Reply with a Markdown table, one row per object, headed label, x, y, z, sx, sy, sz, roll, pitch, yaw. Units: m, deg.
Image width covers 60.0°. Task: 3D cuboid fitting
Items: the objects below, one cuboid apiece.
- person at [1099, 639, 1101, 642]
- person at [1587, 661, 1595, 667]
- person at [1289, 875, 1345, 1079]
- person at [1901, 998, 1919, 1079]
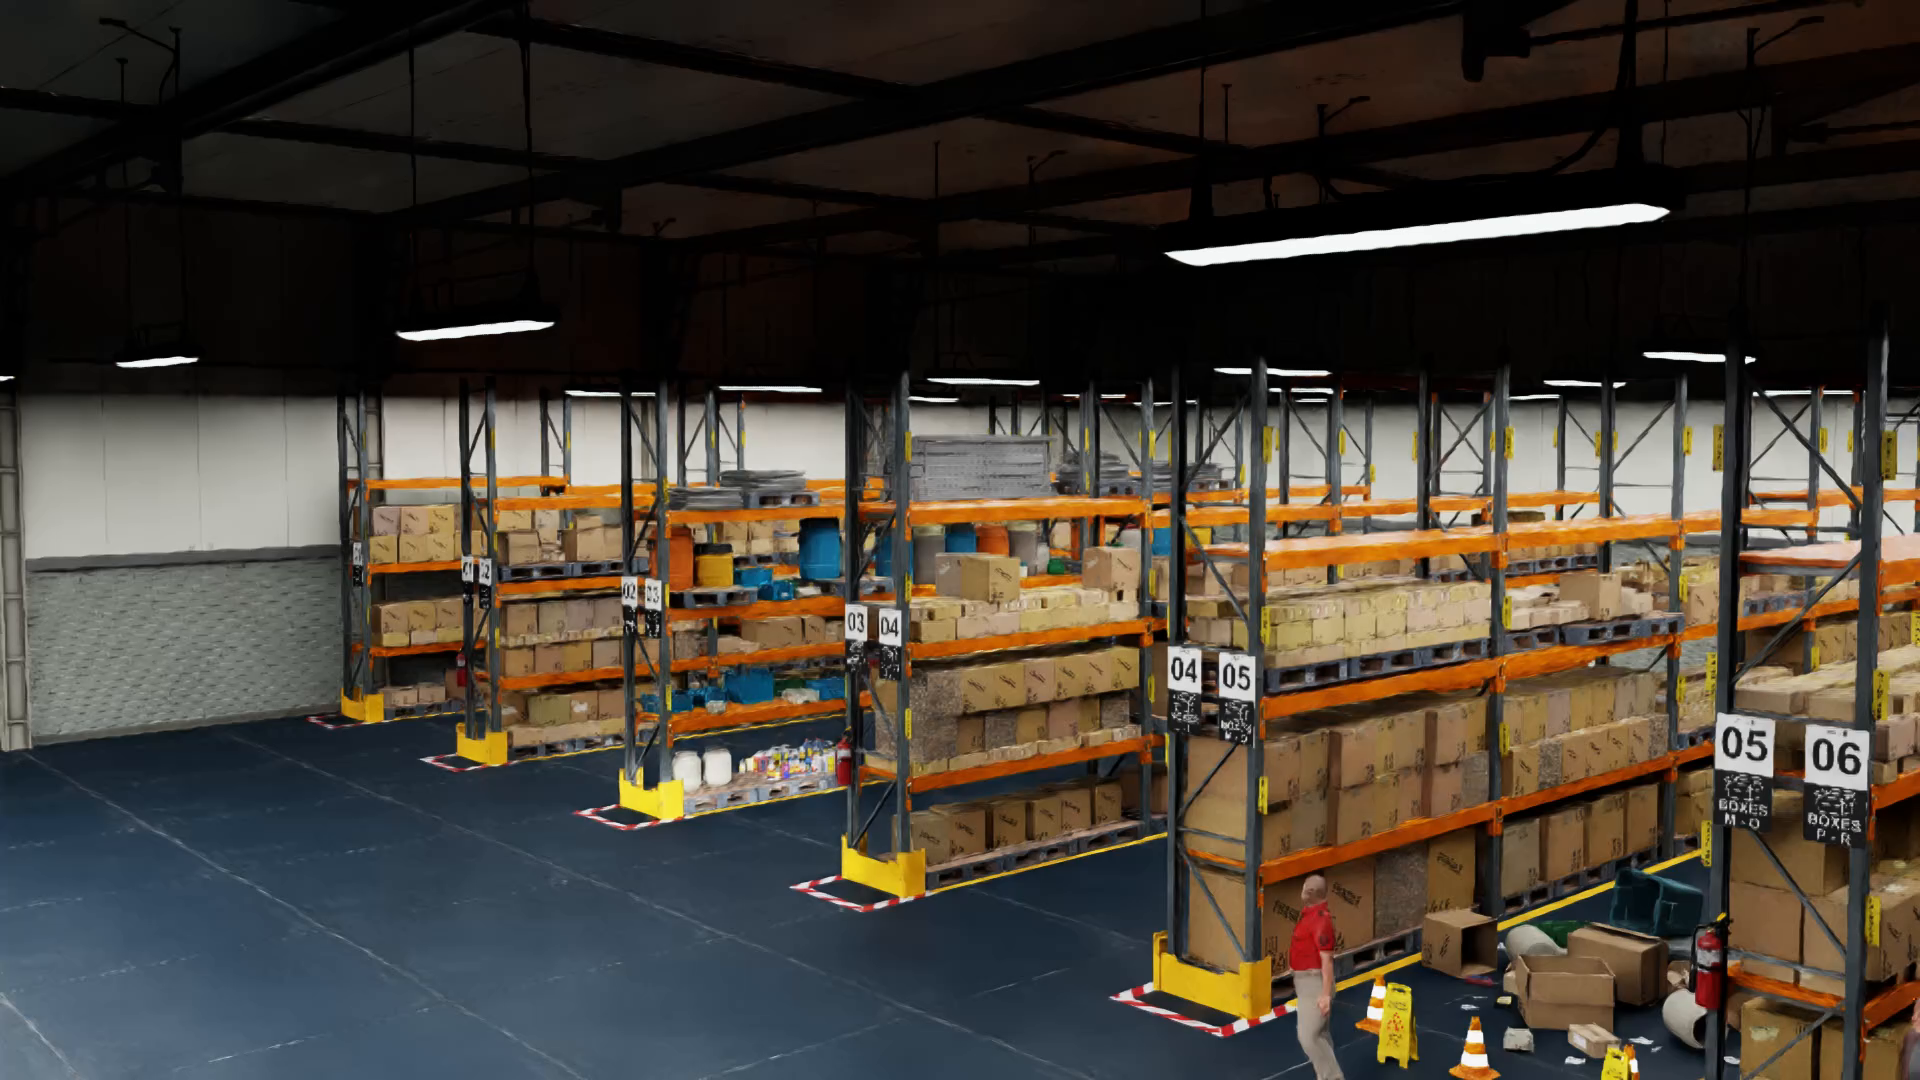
| label | x | y | z | sx | sy | sz | roll | pitch | yaw |
| --- | --- | --- | --- | --- | --- | --- | --- | --- | --- |
| person | 2.391 | 2.241 | 31.471 | 0.548 | 1.735 | 0.702 | -3 | 5 | -43 |
| person | 9.507 | 2.654 | 24.937 | 1.102 | 1.707 | 0.553 | -3 | 5 | -40 |
| person | 2.766 | 3.461 | 12.845 | 0.449 | 1.723 | 0.657 | 1 | 4 | 10 |
| person | 5.871 | 3.609 | 10.121 | 0.946 | 1.735 | 0.662 | -1 | 4 | -16 |
